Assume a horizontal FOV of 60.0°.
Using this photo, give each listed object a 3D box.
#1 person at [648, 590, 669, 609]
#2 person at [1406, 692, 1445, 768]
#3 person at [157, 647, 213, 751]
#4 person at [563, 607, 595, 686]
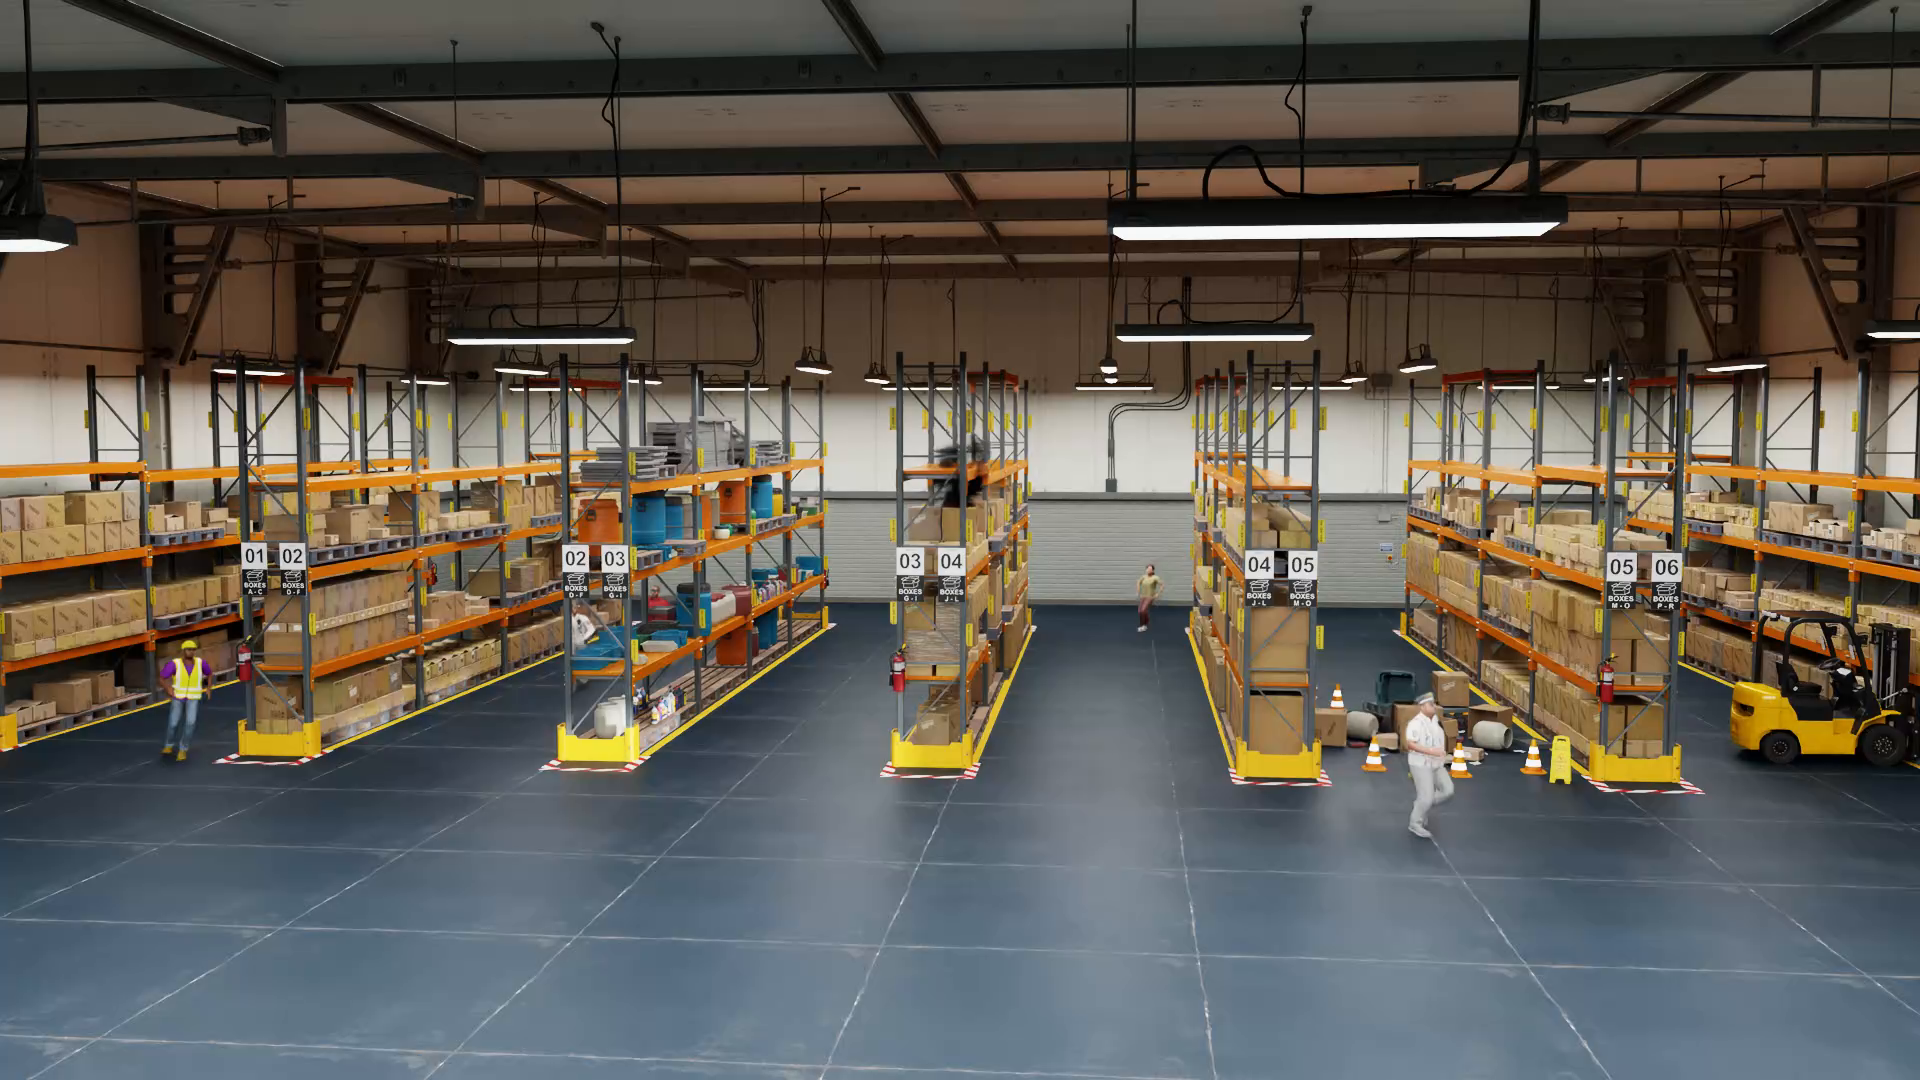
[{"bbox_3d":[-6.077,1.325,33.185,0.636,0.680,0.455,1,4,7],"label":"person"},{"bbox_3d":[5.625,2.272,20.064,0.656,0.900,0.399,-4,5,-41],"label":"person"},{"bbox_3d":[-11.532,2.323,24.783,0.763,1.585,0.684,-2,5,-29],"label":"person"},{"bbox_3d":[-7.102,1.927,31.016,0.635,1.558,0.627,1,4,8],"label":"person"}]
